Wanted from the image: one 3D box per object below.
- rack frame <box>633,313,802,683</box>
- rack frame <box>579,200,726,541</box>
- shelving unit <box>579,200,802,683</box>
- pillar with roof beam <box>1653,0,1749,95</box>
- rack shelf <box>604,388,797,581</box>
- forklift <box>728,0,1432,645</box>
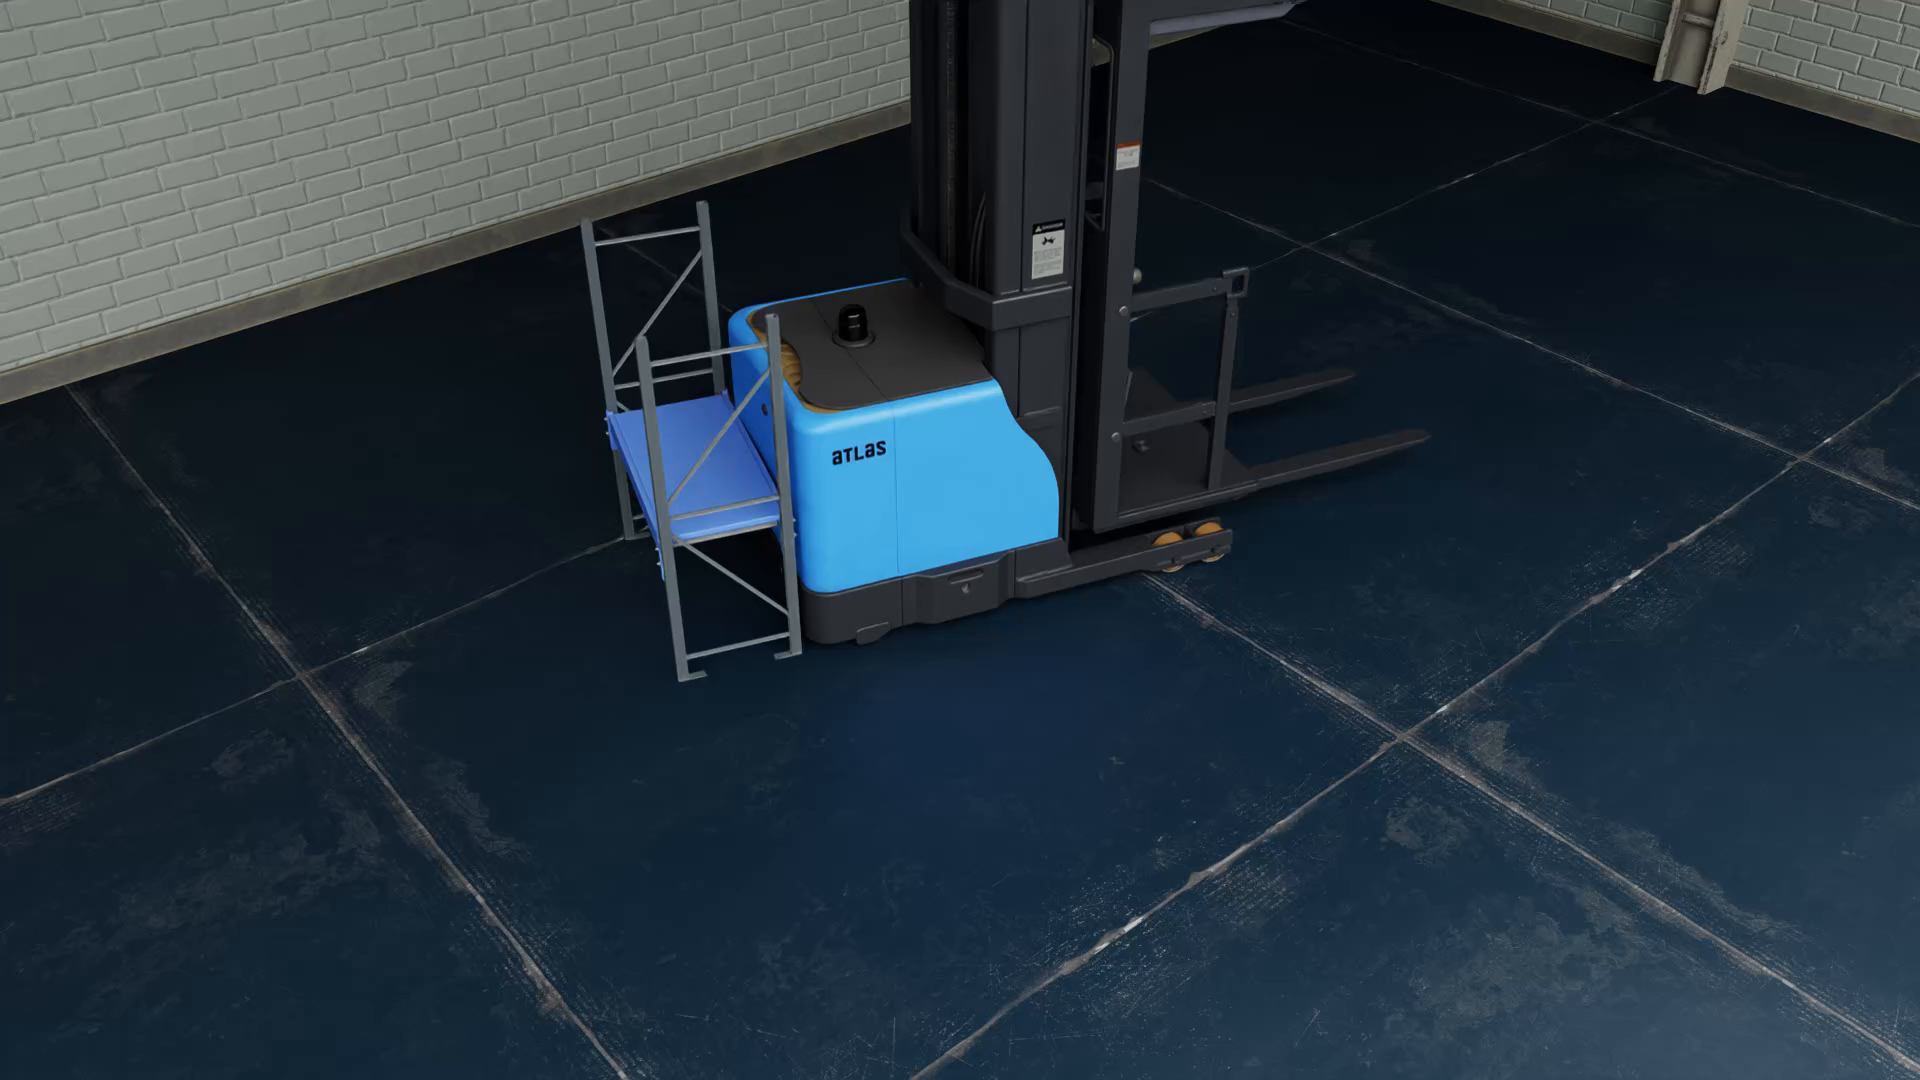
[{"bbox_3d":[-0.866,-0.116,6.116,0.500,1.500,0.032,-12,37,-17],"label":"rack frame"},{"bbox_3d":[-1.226,-0.665,6.892,0.500,1.500,0.032,-12,37,-17],"label":"rack frame"},{"bbox_3d":[-1.046,-0.391,6.504,0.538,1.500,1.048,-12,37,-17],"label":"shelving unit"},{"bbox_3d":[1.912,-5.332,6.993,9.100,9.000,0.400,-26,43,-32],"label":"pillar with roof beam"},{"bbox_3d":[-1.046,-0.244,6.608,0.538,0.185,1.000,-12,37,-17],"label":"rack shelf"},{"bbox_3d":[0.616,-1.326,6.587,3.031,2.935,1.130,-14,38,-18],"label":"forklift"}]
